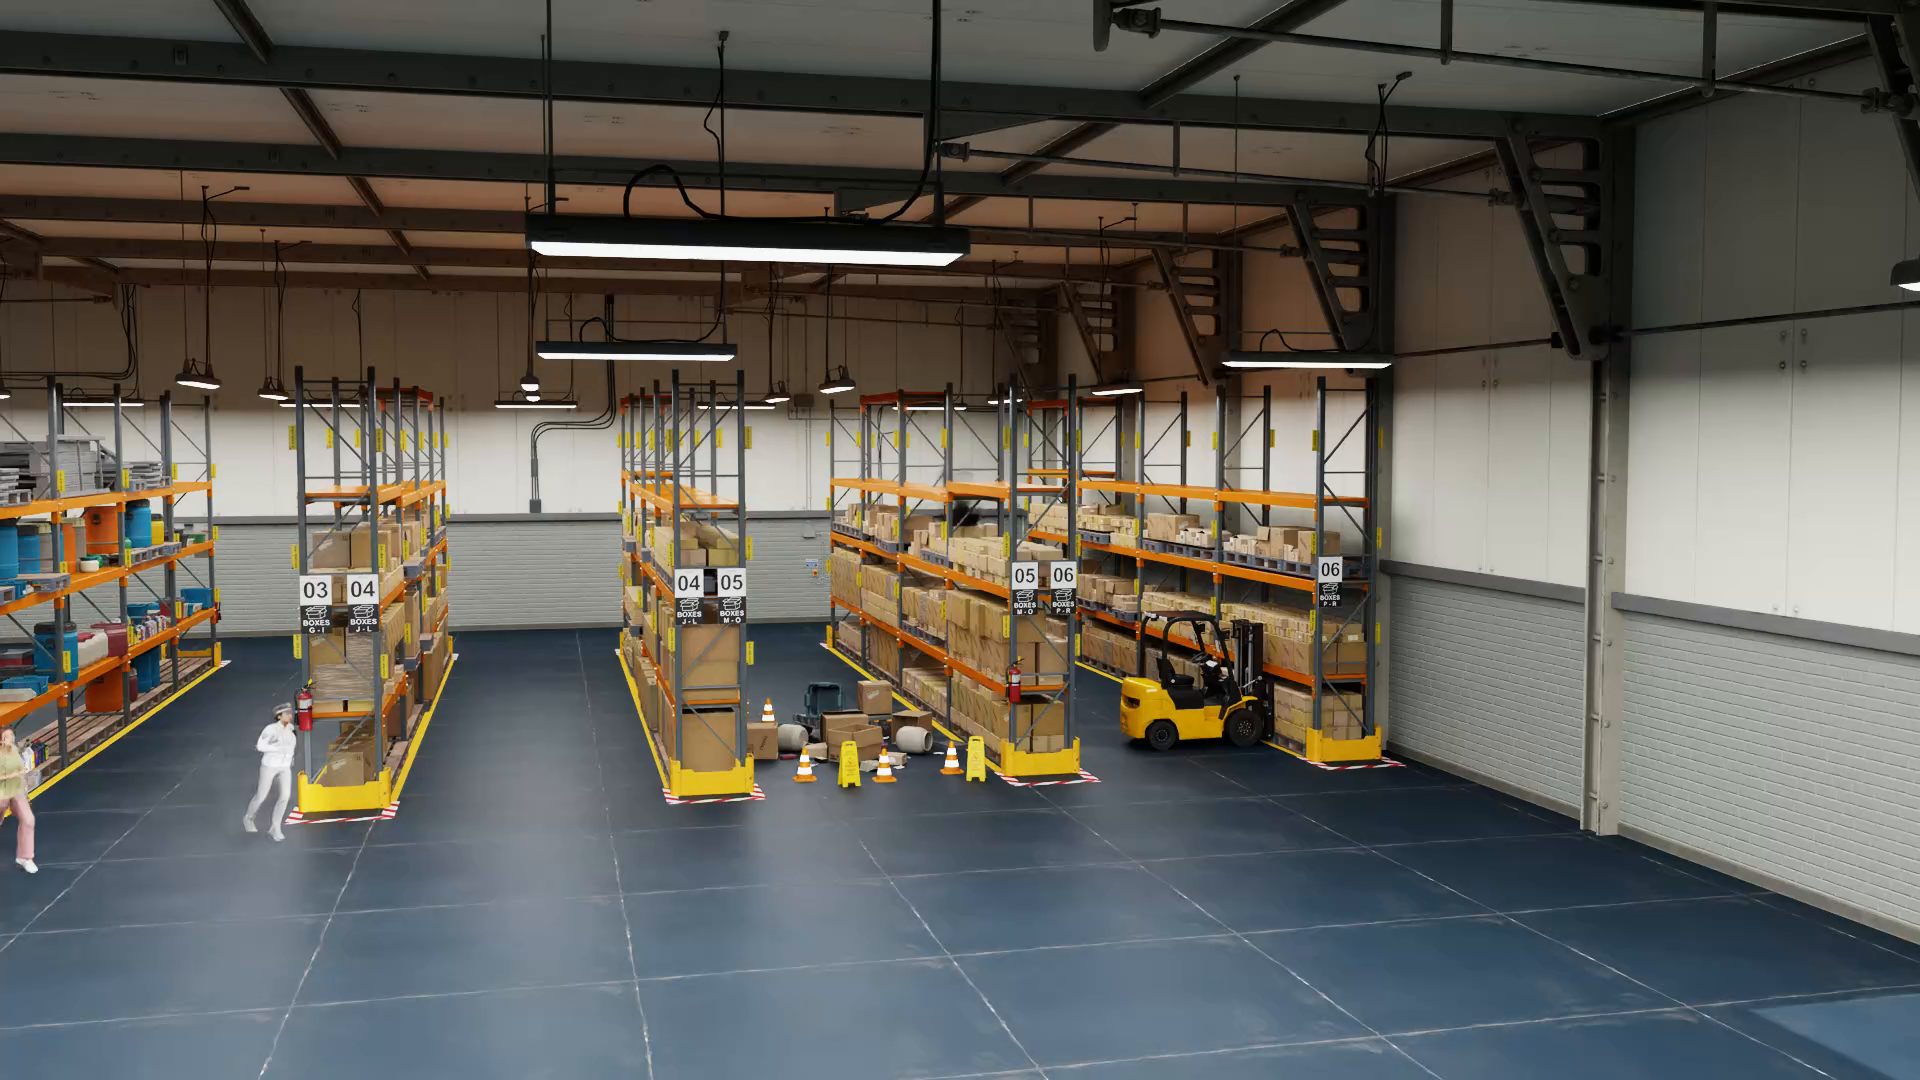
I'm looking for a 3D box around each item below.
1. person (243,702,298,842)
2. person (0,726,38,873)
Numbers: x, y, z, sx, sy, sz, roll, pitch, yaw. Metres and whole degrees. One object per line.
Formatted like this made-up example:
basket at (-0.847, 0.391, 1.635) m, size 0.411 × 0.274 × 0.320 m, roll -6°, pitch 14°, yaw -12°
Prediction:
person at (-8.664, 2.909, 21.131) m, size 0.800 × 1.701 × 0.627 m, roll 3°, pitch 4°, yaw 37°
person at (-11.159, 3.011, 19.377) m, size 0.901 × 1.708 × 0.584 m, roll 1°, pitch 4°, yaw 21°
